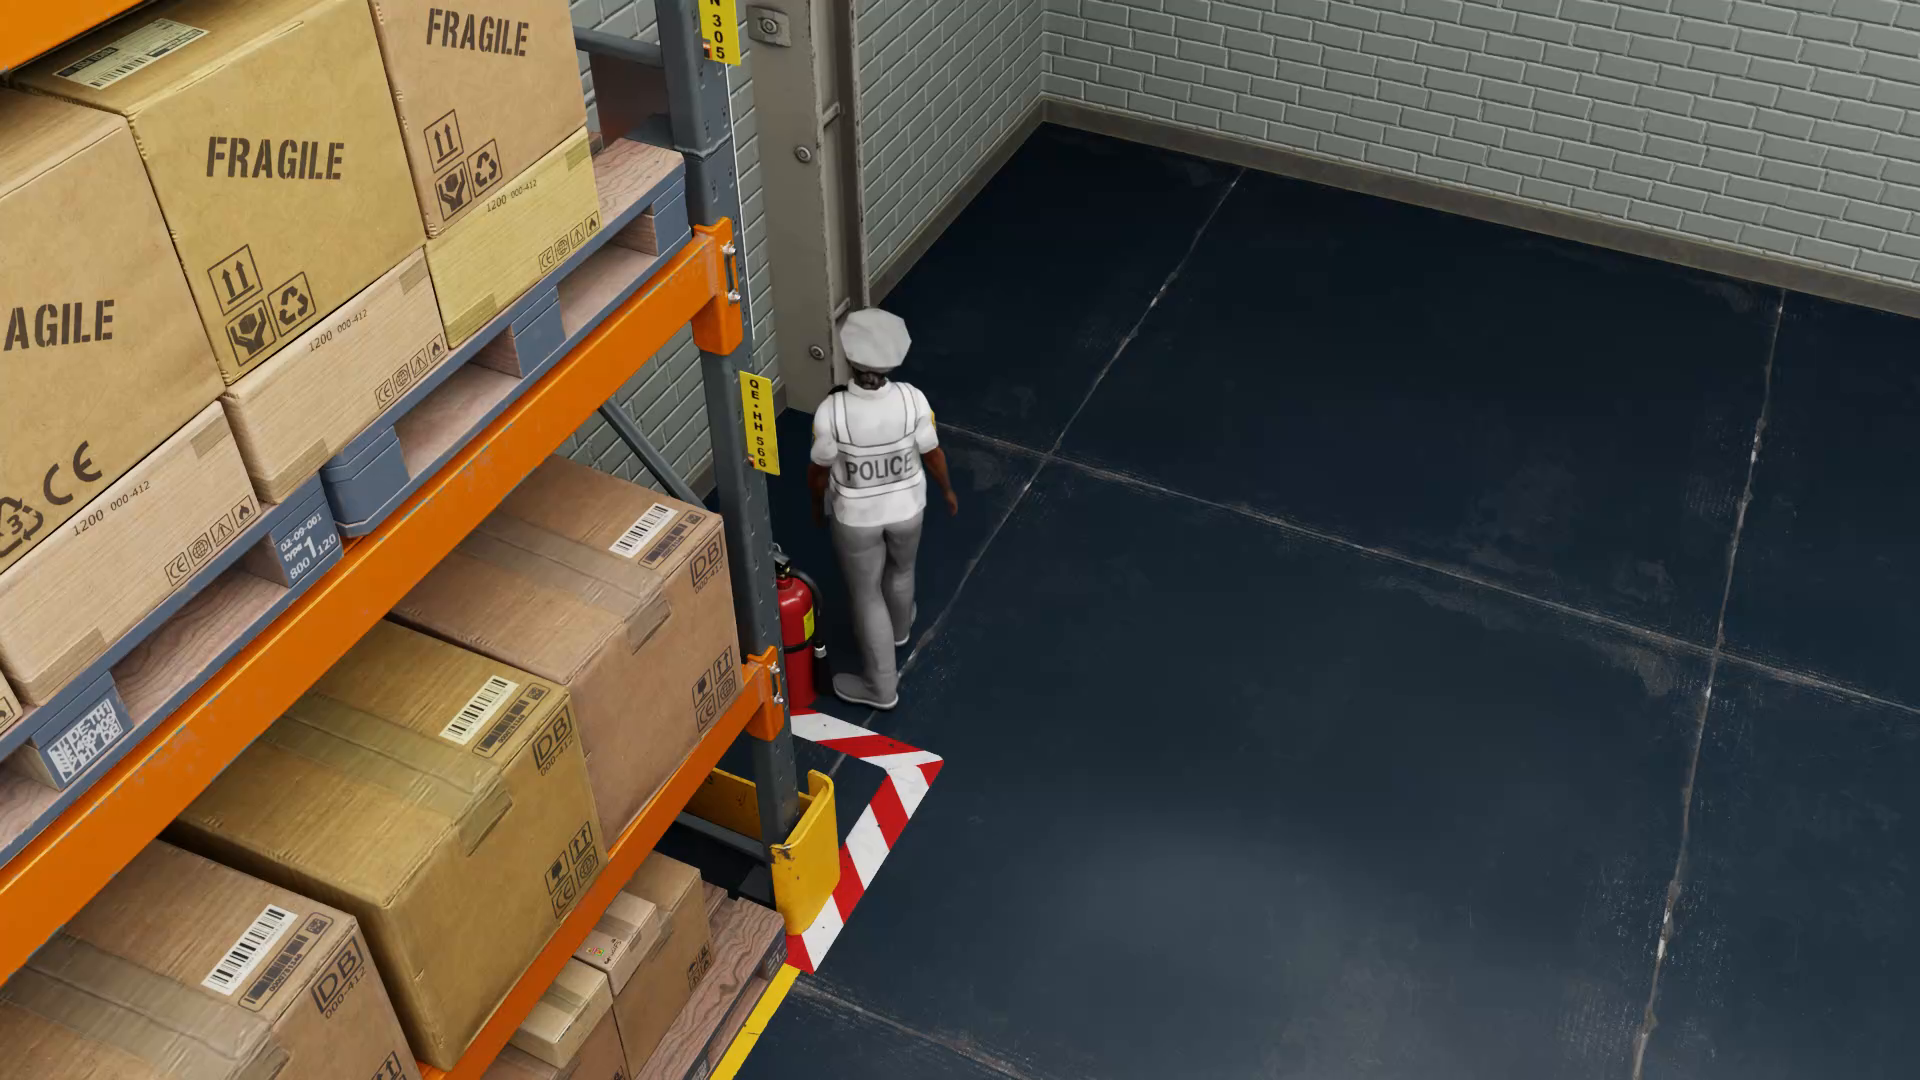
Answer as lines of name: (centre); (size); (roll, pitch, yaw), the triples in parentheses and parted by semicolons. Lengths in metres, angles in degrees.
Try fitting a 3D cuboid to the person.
person: (-0.279, -0.380, 6.066); (0.584, 0.963, 0.343); (-13, 44, -14)
